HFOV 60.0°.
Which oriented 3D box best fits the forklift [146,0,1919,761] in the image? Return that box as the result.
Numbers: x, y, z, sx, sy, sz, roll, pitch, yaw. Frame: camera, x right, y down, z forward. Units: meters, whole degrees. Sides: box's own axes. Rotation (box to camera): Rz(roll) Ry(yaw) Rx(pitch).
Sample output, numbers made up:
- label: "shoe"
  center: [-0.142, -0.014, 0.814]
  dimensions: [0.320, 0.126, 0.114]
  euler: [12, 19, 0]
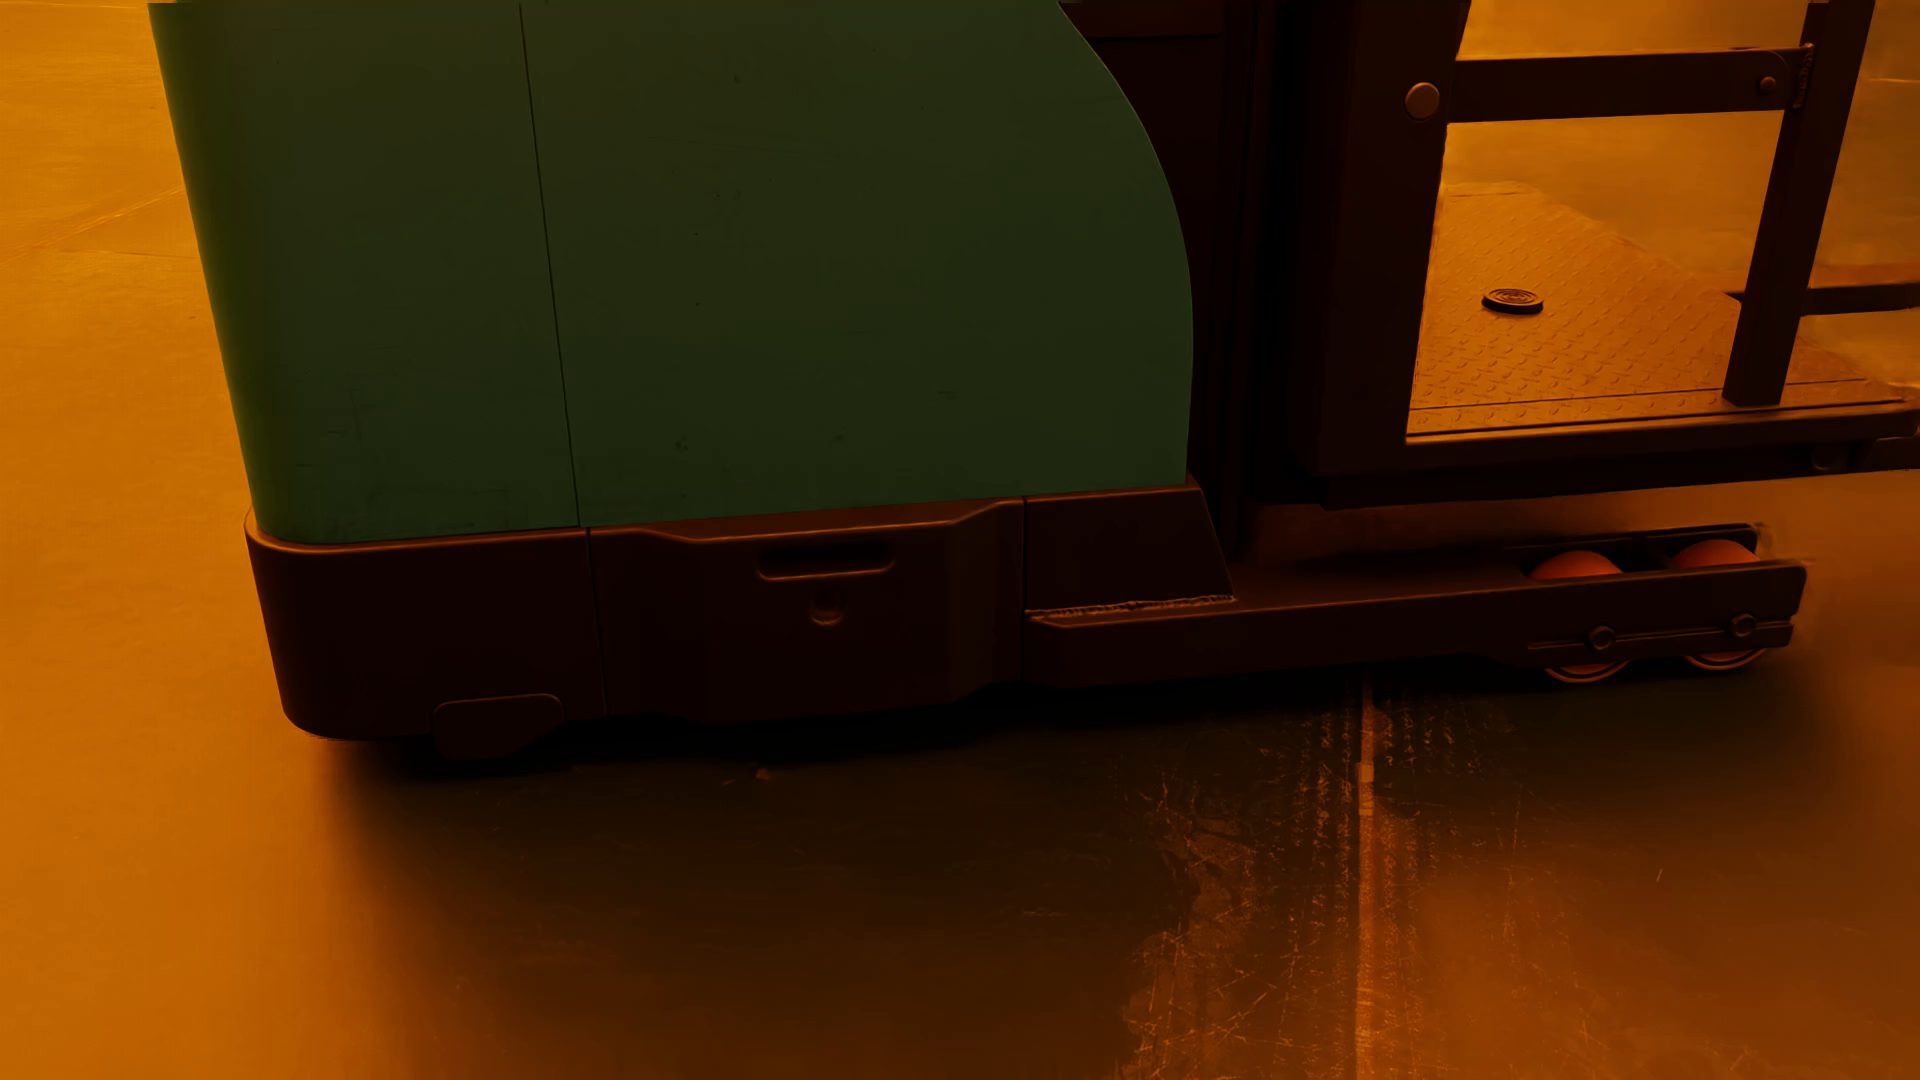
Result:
- label: "forklift"
  center: [0.625, -1.356, 1.933]
  dimensions: [3.031, 2.935, 1.130]
  euler: [-4, 27, -9]
